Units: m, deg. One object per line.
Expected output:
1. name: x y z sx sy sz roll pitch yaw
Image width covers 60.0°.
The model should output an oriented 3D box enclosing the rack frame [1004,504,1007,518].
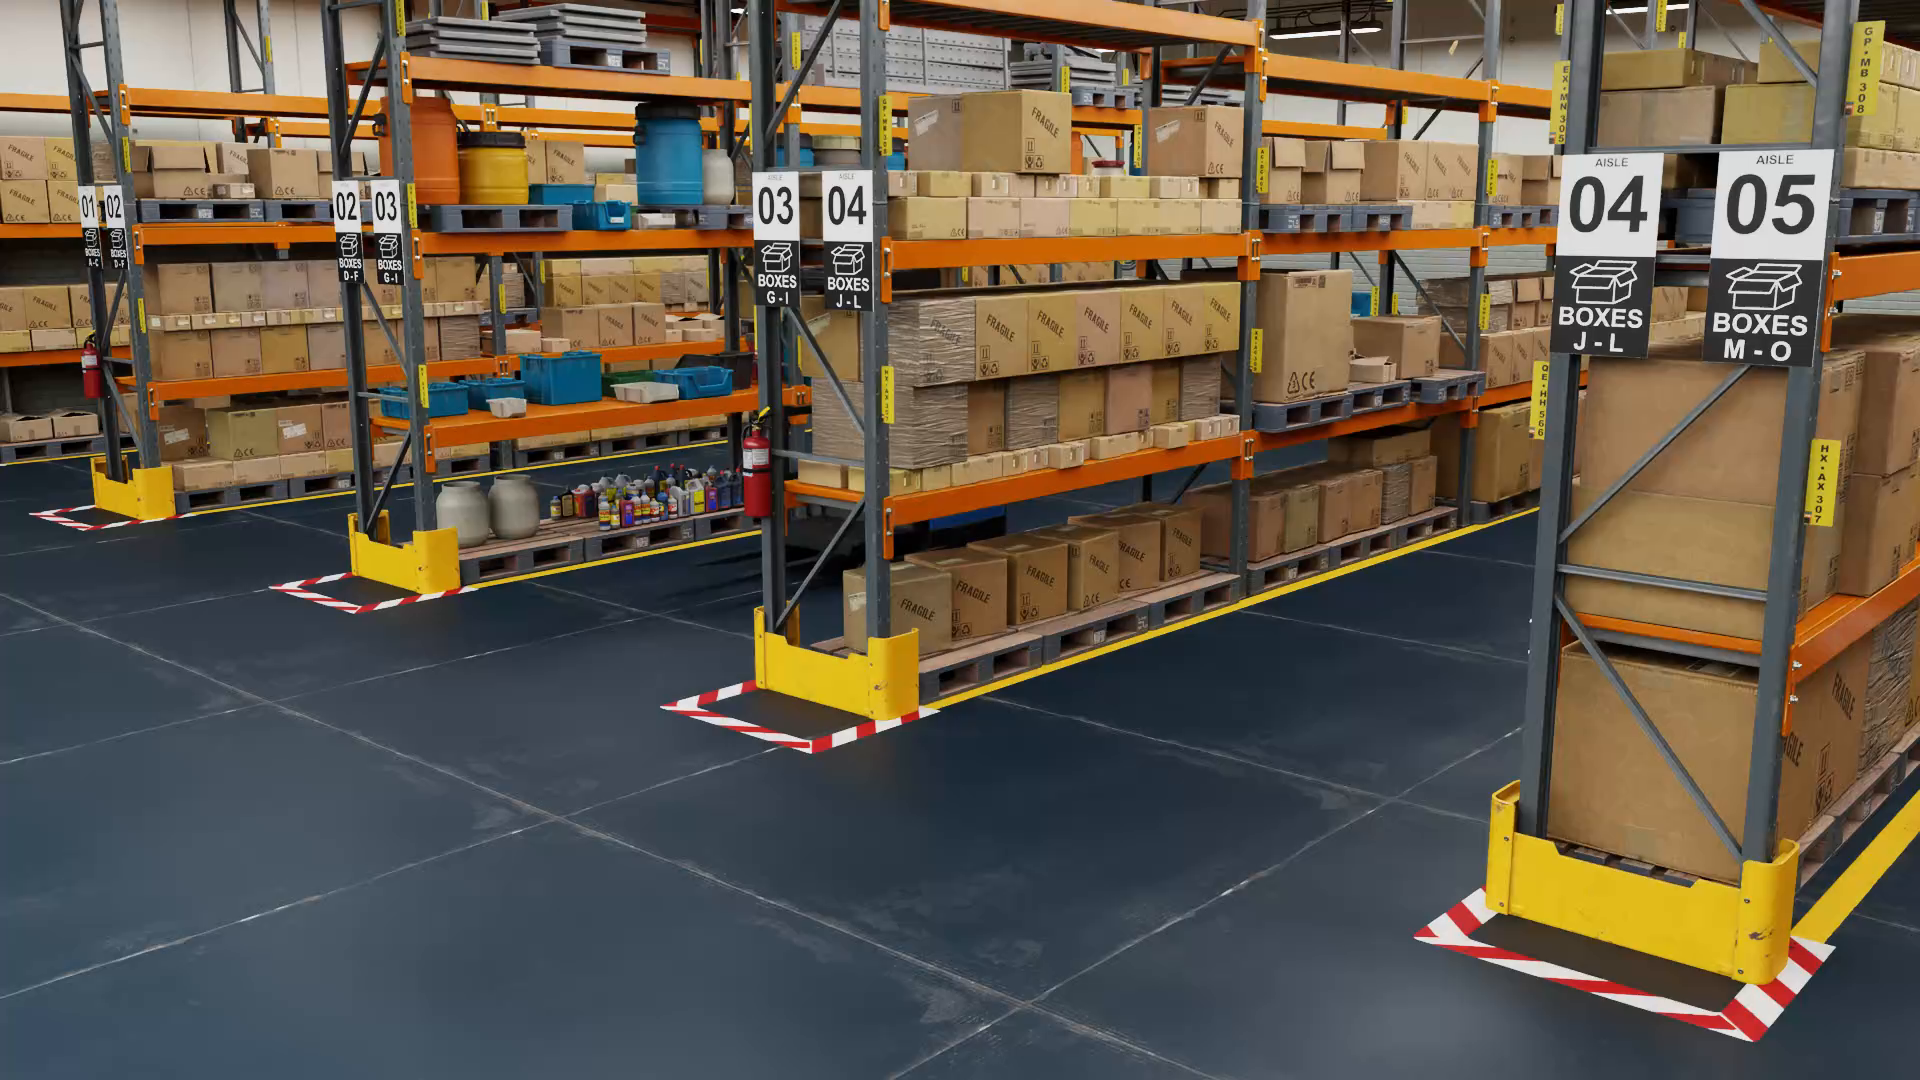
1. rack frame: 0.339 -0.667 15.524 0.240 1.200 0.015 9 15 39

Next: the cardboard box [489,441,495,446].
1. cardboard box: -5.568 -1.307 20.085 0.500 0.250 0.500 10 15 40

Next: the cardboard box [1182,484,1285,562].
1. cardboard box: 2.236 -0.147 13.589 0.700 0.500 0.500 8 14 36

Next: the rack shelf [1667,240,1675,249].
1. rack shelf: 8.416 -3.659 20.092 1.077 0.370 4.000 10 15 40

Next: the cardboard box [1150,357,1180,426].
1. cardboard box: 1.115 -1.138 12.273 0.875 0.500 0.500 10 15 40

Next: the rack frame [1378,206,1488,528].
1. rack frame: 4.455 -1.658 15.895 1.000 3.000 0.127 10 15 40

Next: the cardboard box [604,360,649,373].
1. cardboard box: -5.540 -2.951 26.782 0.750 0.750 0.750 10 15 40

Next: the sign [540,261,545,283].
1. sign: -6.293 -4.040 25.064 0.100 0.325 0.005 10 15 40

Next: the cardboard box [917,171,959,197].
1. cardboard box: -0.226 -2.111 9.866 0.380 0.149 0.250 10 15 42

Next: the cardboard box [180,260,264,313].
1. cardboard box: -7.569 -2.601 17.046 0.700 0.500 0.500 9 15 39

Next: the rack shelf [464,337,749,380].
1. rack shelf: -4.304 -2.293 20.908 1.077 0.370 4.000 10 15 40

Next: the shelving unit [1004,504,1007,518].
1. shelving unit: 0.181 -0.630 15.342 0.258 1.200 0.503 9 15 39

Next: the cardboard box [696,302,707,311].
1. cardboard box: -4.431 -3.896 27.689 0.380 0.149 0.250 10 15 42

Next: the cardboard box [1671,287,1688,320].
1. cardboard box: 8.275 -2.873 19.685 0.500 0.500 0.500 9 15 39

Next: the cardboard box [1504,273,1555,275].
1. cardboard box: 6.218 -2.593 17.760 0.797 0.503 0.637 10 15 41

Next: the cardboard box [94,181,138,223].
1. cardboard box: -10.521 -4.182 20.566 0.500 0.500 0.500 11 16 44

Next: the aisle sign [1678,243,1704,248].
1. aisle sign: 9.558 -4.160 21.781 0.394 0.787 0.004 10 15 40

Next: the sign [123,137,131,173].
1. sign: -7.852 -3.629 15.667 0.100 0.325 0.005 10 15 40

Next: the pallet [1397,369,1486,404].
1. pallet: 4.065 -1.446 15.320 1.213 0.211 1.003 10 15 40

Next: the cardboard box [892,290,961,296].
1. cardboard box: -0.322 -1.354 10.803 0.500 0.500 0.500 10 15 40

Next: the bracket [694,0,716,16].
1. bracket: -4.262 -8.983 28.061 0.235 0.232 0.430 10 15 40

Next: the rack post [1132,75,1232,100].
1. rack post: 2.796 -5.672 20.867 0.937 0.300 0.954 9 15 39

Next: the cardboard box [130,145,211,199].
1. cardboard box: -7.882 -3.643 16.479 0.637 0.503 0.797 -11 16 -44

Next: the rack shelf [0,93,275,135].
1. rack shelf: -10.668 -5.285 20.578 1.077 0.370 4.000 10 15 40

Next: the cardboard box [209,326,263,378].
1. cardboard box: -7.604 -1.957 17.133 0.700 0.500 0.500 10 15 42

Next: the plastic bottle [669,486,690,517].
1. plastic bottle: -2.564 -0.359 15.221 0.152 0.276 0.135 10 15 41

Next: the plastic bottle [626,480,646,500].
1. plastic bottle: -3.028 -0.420 15.523 0.152 0.276 0.135 10 15 40

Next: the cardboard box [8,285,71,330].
1. cardboard box: -11.113 -2.810 20.075 0.500 0.500 0.500 10 15 41

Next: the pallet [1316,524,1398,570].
1. pallet: 3.133 0.002 14.699 1.003 0.211 1.213 10 15 40

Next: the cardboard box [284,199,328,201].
1. cardboard box: -8.927 -4.787 22.574 0.500 0.500 0.500 -9 15 -39

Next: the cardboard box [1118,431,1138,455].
1. cardboard box: 1.031 -0.700 11.736 0.380 0.149 0.250 10 15 40

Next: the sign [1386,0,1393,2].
1. sign: 4.036 -5.207 15.557 0.100 0.325 0.005 10 15 40

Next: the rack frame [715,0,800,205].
1. rack frame: -1.906 -4.652 15.567 1.000 3.000 0.127 10 15 40

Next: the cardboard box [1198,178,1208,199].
1. cardboard box: 1.572 -2.550 12.066 0.380 0.149 0.250 10 15 41

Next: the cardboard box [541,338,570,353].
1. cardboard box: -4.886 -2.332 19.909 0.380 0.149 0.250 10 15 40

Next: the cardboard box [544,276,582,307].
1. cardboard box: -6.194 -3.823 25.666 0.500 0.500 0.500 10 15 42

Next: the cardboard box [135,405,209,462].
1. cardboard box: -8.134 -1.106 17.160 0.500 0.500 0.500 10 15 40

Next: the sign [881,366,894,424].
1. sign: -0.418 -0.836 9.566 0.100 0.325 0.005 10 15 40

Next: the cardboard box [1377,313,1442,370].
1. cardboard box: 4.129 -1.829 15.421 0.500 0.500 0.500 8 14 33

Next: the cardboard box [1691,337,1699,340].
1. cardboard box: 8.739 -2.392 20.211 0.380 0.149 0.250 10 15 41

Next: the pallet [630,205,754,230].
1. pallet: -2.309 -2.970 15.285 1.213 0.211 1.003 10 15 40

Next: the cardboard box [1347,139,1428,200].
1. cardboard box: 3.660 -3.173 14.290 0.500 0.500 0.500 10 15 41

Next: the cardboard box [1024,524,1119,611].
1. cardboard box: 0.798 0.190 11.949 0.500 0.500 0.500 8 14 35

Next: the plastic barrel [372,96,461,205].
1. plastic barrel: -4.321 -3.097 13.272 0.600 0.830 0.708 10 15 40

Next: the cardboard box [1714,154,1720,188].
1. cardboard box: 3.134 -1.596 7.236 0.380 0.149 0.250 10 15 41

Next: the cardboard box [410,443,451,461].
1. cardboard box: -6.103 -1.040 18.747 0.500 0.250 0.500 10 15 40

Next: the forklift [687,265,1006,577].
1. forklift: -0.927 -1.208 13.812 1.130 2.935 3.031 9 15 39

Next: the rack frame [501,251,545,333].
1. rack frame: -6.707 -3.580 25.514 1.000 3.000 0.127 10 15 40

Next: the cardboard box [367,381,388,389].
1. cardboard box: -8.571 -2.174 23.736 0.700 0.500 0.500 9 15 39

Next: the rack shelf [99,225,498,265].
1. rack shelf: -6.944 -3.175 17.667 1.077 0.370 4.000 10 15 40

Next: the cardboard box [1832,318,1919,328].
1. cardboard box: 4.929 -0.871 8.813 0.875 0.550 0.550 10 15 40

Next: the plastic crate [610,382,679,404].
1. plastic crate: -2.787 -1.309 14.821 0.530 0.136 0.437 10 15 40

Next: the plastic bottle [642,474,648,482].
1. plastic bottle: -3.015 -0.482 15.818 0.061 0.283 0.133 11 15 43

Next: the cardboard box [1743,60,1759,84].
1. cardboard box: 3.306 -2.025 7.350 0.380 0.149 0.250 10 15 41

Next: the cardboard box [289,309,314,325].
1. cardboard box: -6.995 -2.350 17.444 0.380 0.149 0.250 10 15 40

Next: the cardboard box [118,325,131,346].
1. cardboard box: -10.419 -2.596 20.922 0.500 0.250 0.500 10 15 41
